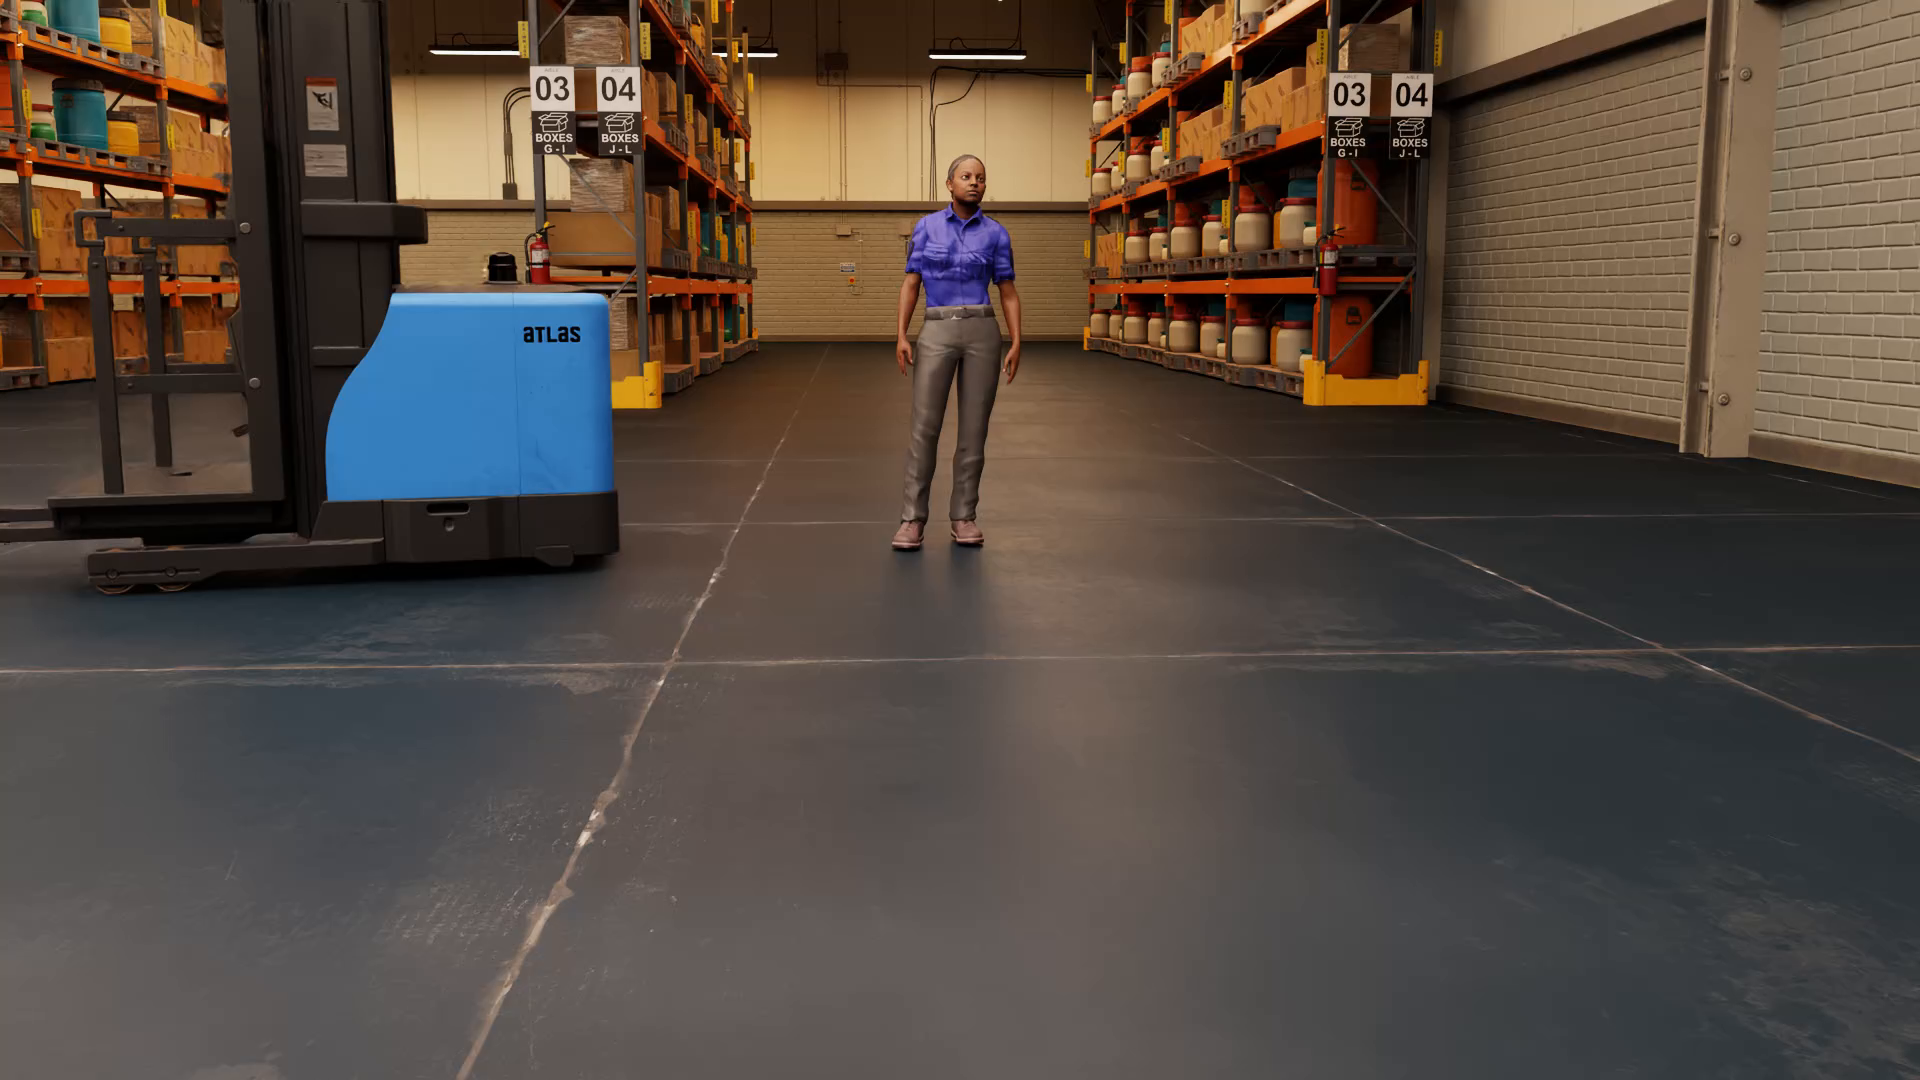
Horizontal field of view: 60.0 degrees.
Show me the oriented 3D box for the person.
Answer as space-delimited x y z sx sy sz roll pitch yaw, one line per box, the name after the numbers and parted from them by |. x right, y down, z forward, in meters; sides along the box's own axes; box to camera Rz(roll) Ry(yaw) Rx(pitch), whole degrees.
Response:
-0.015 -0.812 7.100 0.569 1.654 0.504 -1 8 -4 | person

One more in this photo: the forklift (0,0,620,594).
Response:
-2.917 -1.340 6.352 3.031 2.935 1.130 -2 9 -16 | forklift
